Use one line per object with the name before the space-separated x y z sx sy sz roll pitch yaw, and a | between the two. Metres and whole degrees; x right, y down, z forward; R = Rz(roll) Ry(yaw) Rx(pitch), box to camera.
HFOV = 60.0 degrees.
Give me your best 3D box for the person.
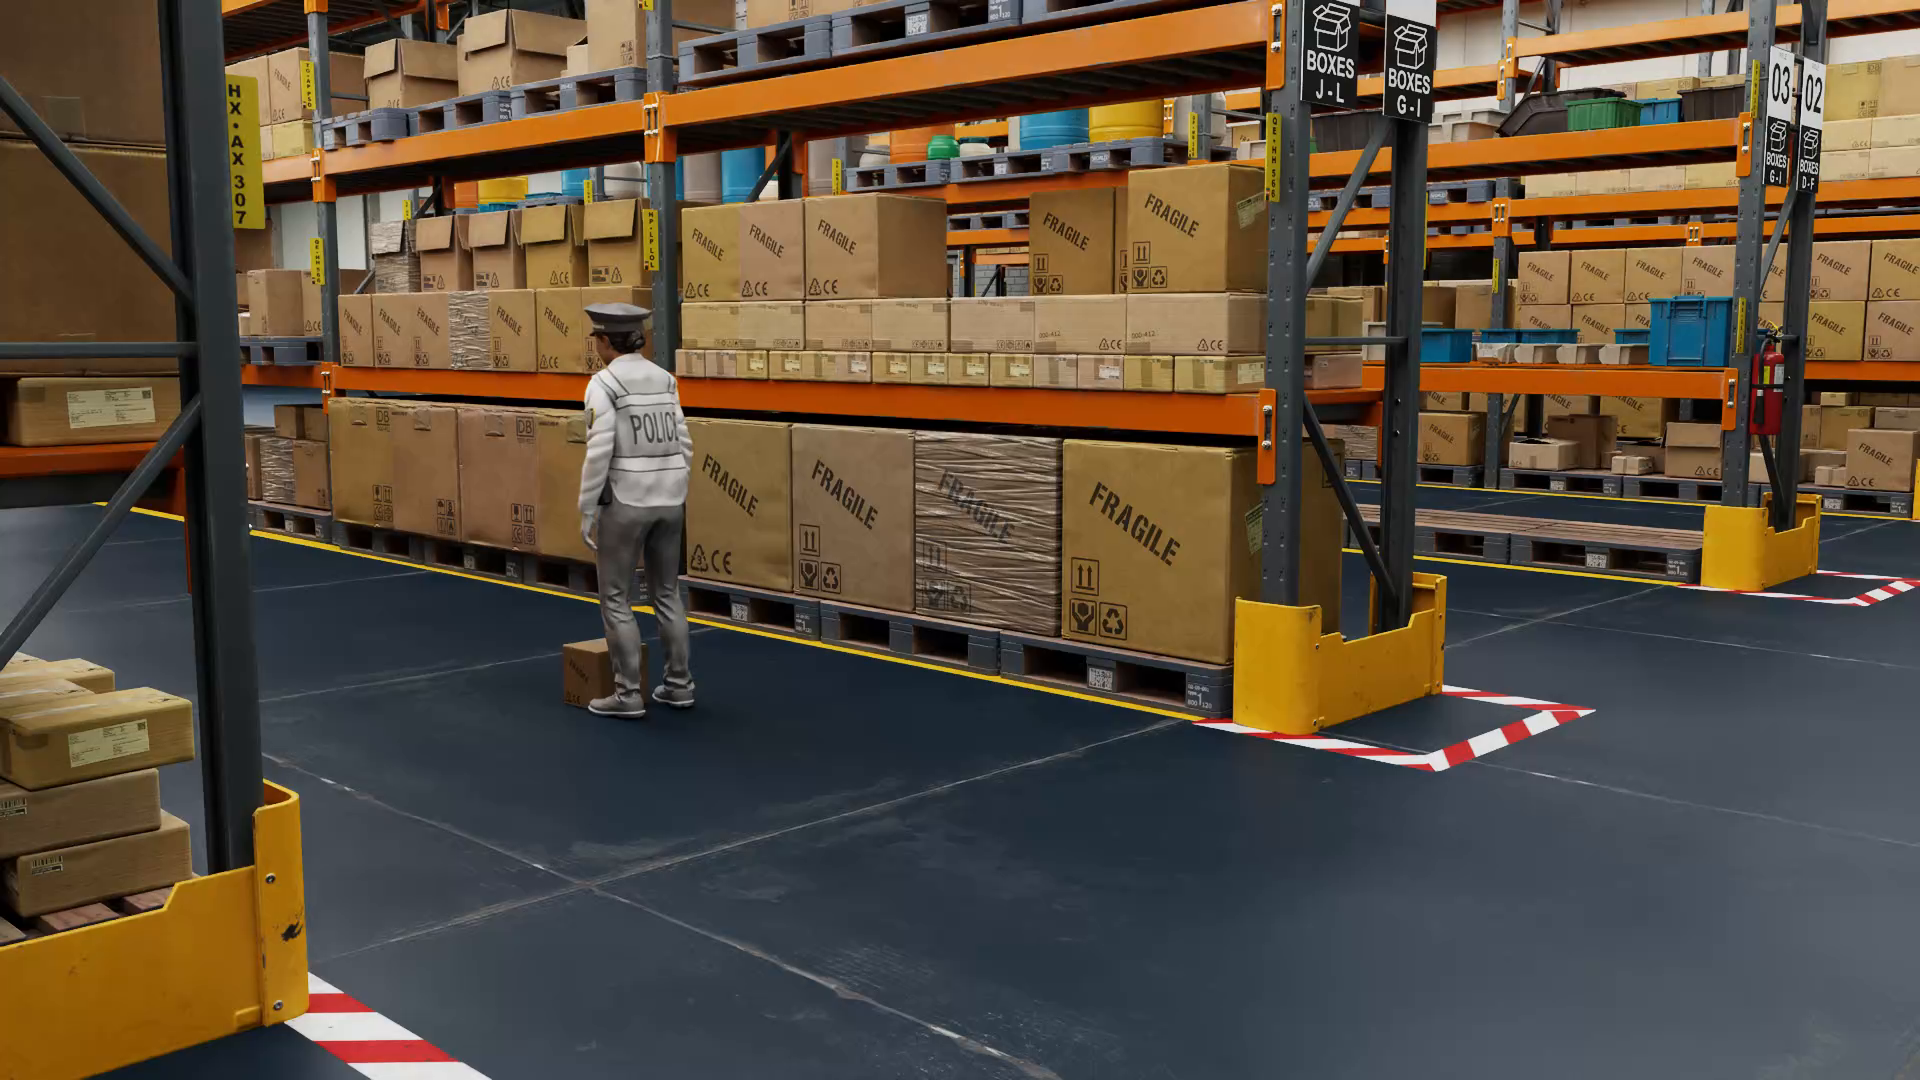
person | -1.307 -0.120 6.705 0.376 1.664 0.546 6 9 40
